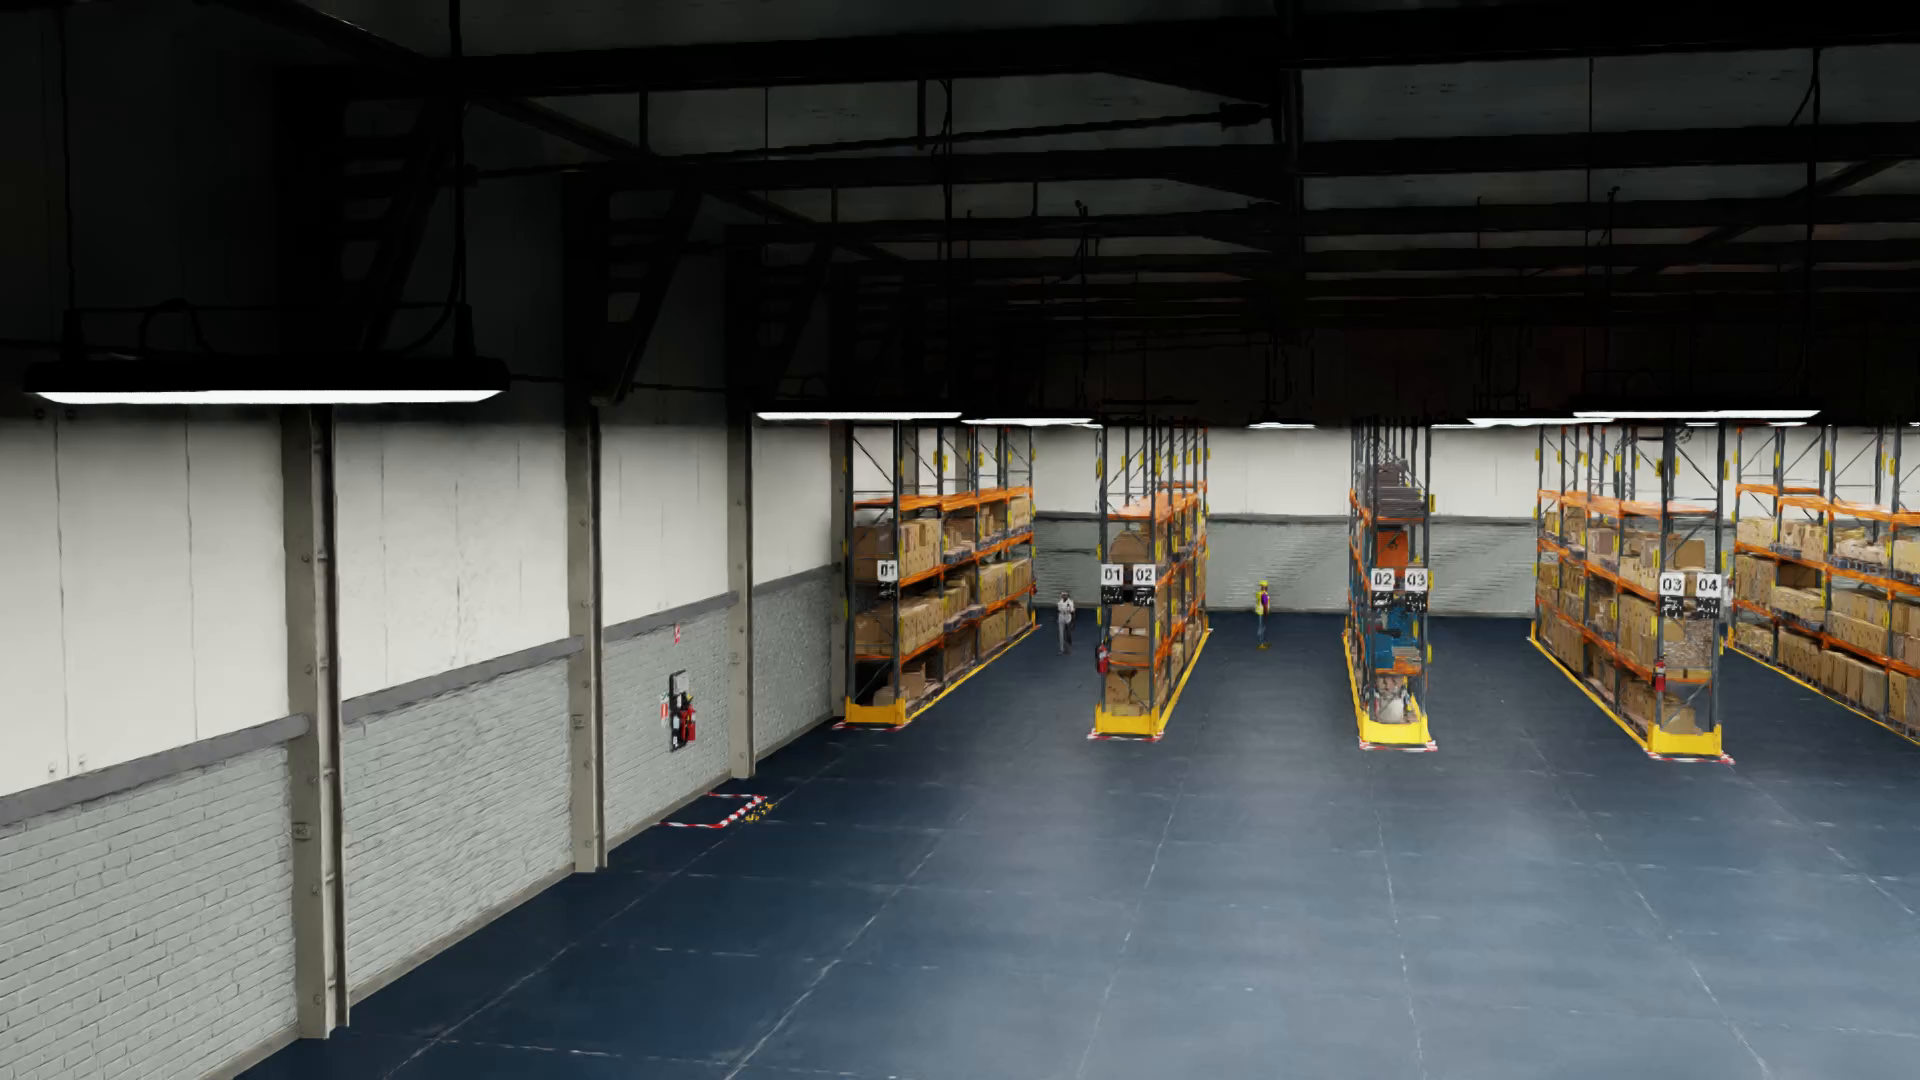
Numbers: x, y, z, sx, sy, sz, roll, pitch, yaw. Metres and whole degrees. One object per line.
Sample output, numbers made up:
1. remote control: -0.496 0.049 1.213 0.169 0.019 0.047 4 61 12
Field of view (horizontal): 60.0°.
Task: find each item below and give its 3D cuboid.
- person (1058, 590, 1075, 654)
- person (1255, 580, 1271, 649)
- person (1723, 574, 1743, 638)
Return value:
1. person: 2.721 2.070 42.542 0.461 1.626 0.981 1 4 11
2. person: 7.961 1.925 43.490 0.465 1.771 0.645 0 4 -6
3. person: 21.233 1.807 45.641 0.569 1.765 0.586 -3 5 -41
